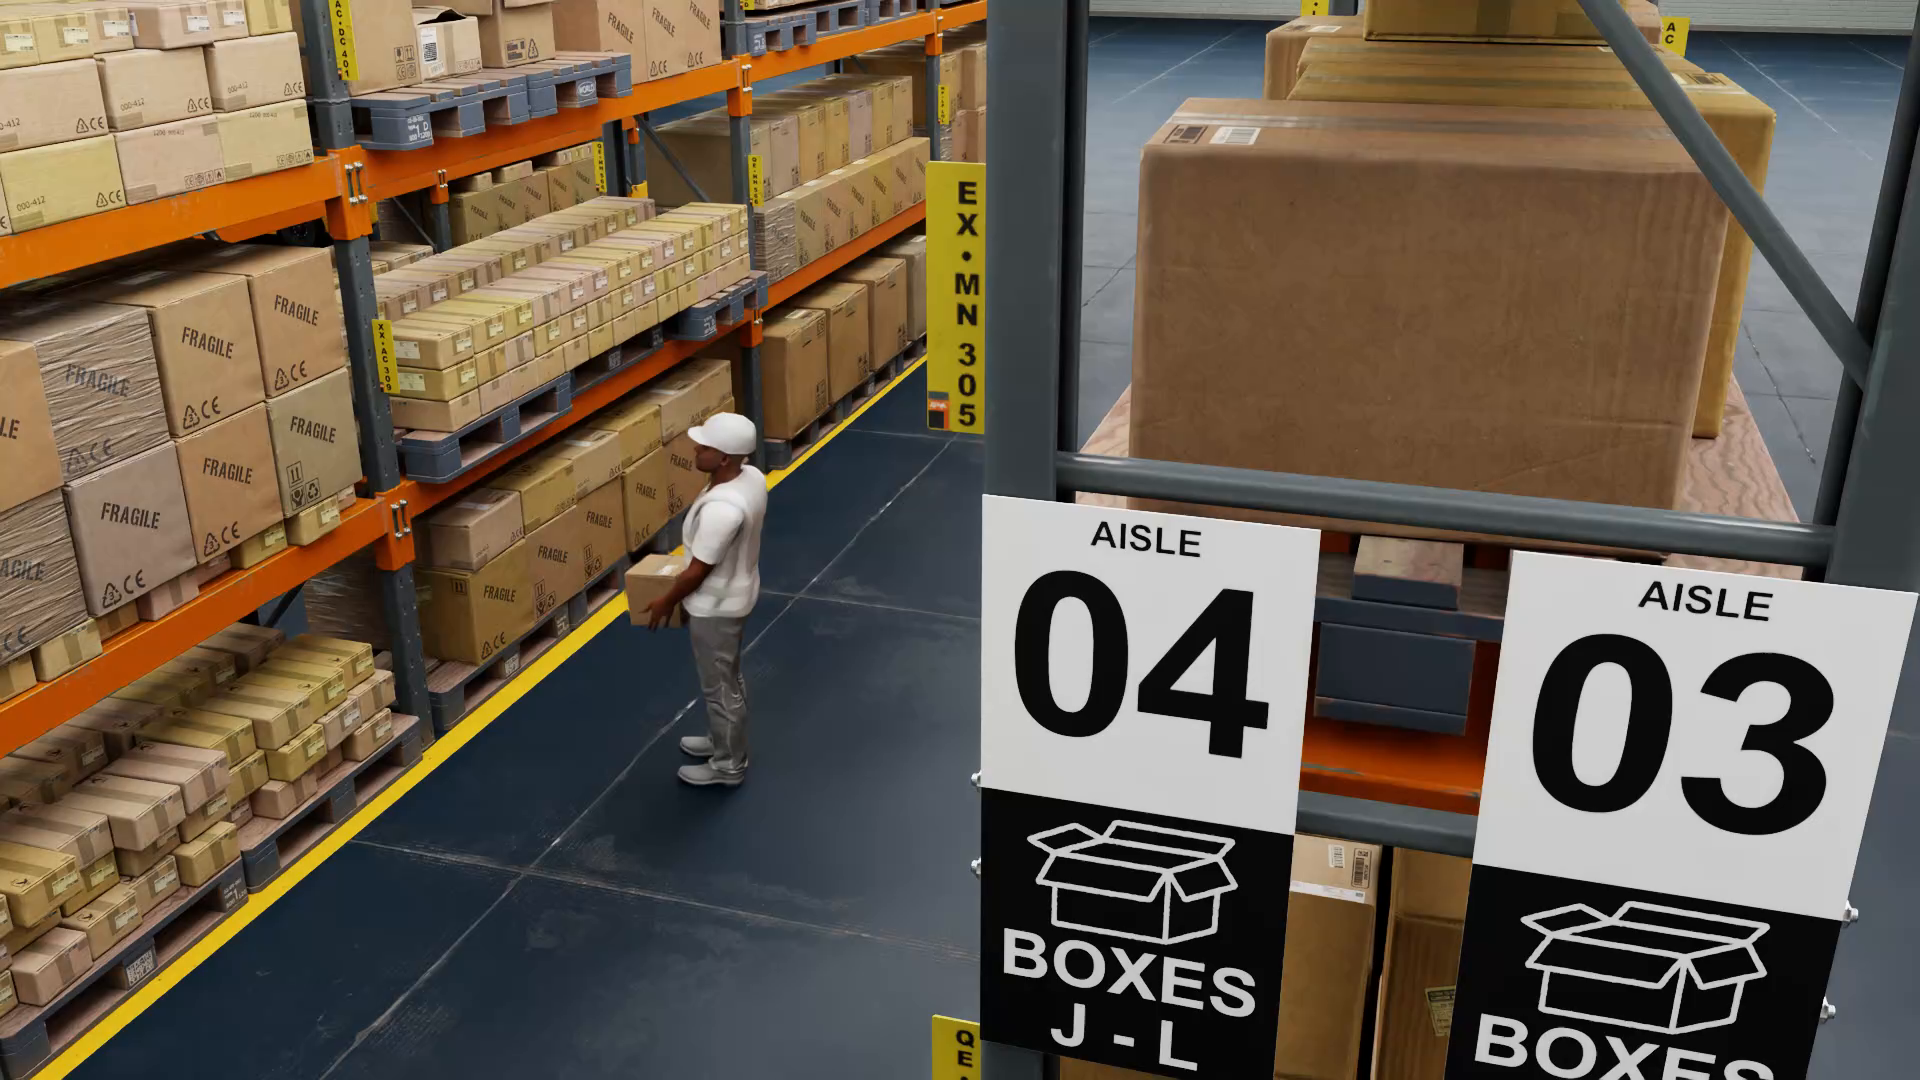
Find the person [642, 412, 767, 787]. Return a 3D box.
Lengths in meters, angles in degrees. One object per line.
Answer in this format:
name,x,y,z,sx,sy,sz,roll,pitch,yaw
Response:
person,-1.113,0.268,7.372,0.523,1.772,0.574,2,22,4
